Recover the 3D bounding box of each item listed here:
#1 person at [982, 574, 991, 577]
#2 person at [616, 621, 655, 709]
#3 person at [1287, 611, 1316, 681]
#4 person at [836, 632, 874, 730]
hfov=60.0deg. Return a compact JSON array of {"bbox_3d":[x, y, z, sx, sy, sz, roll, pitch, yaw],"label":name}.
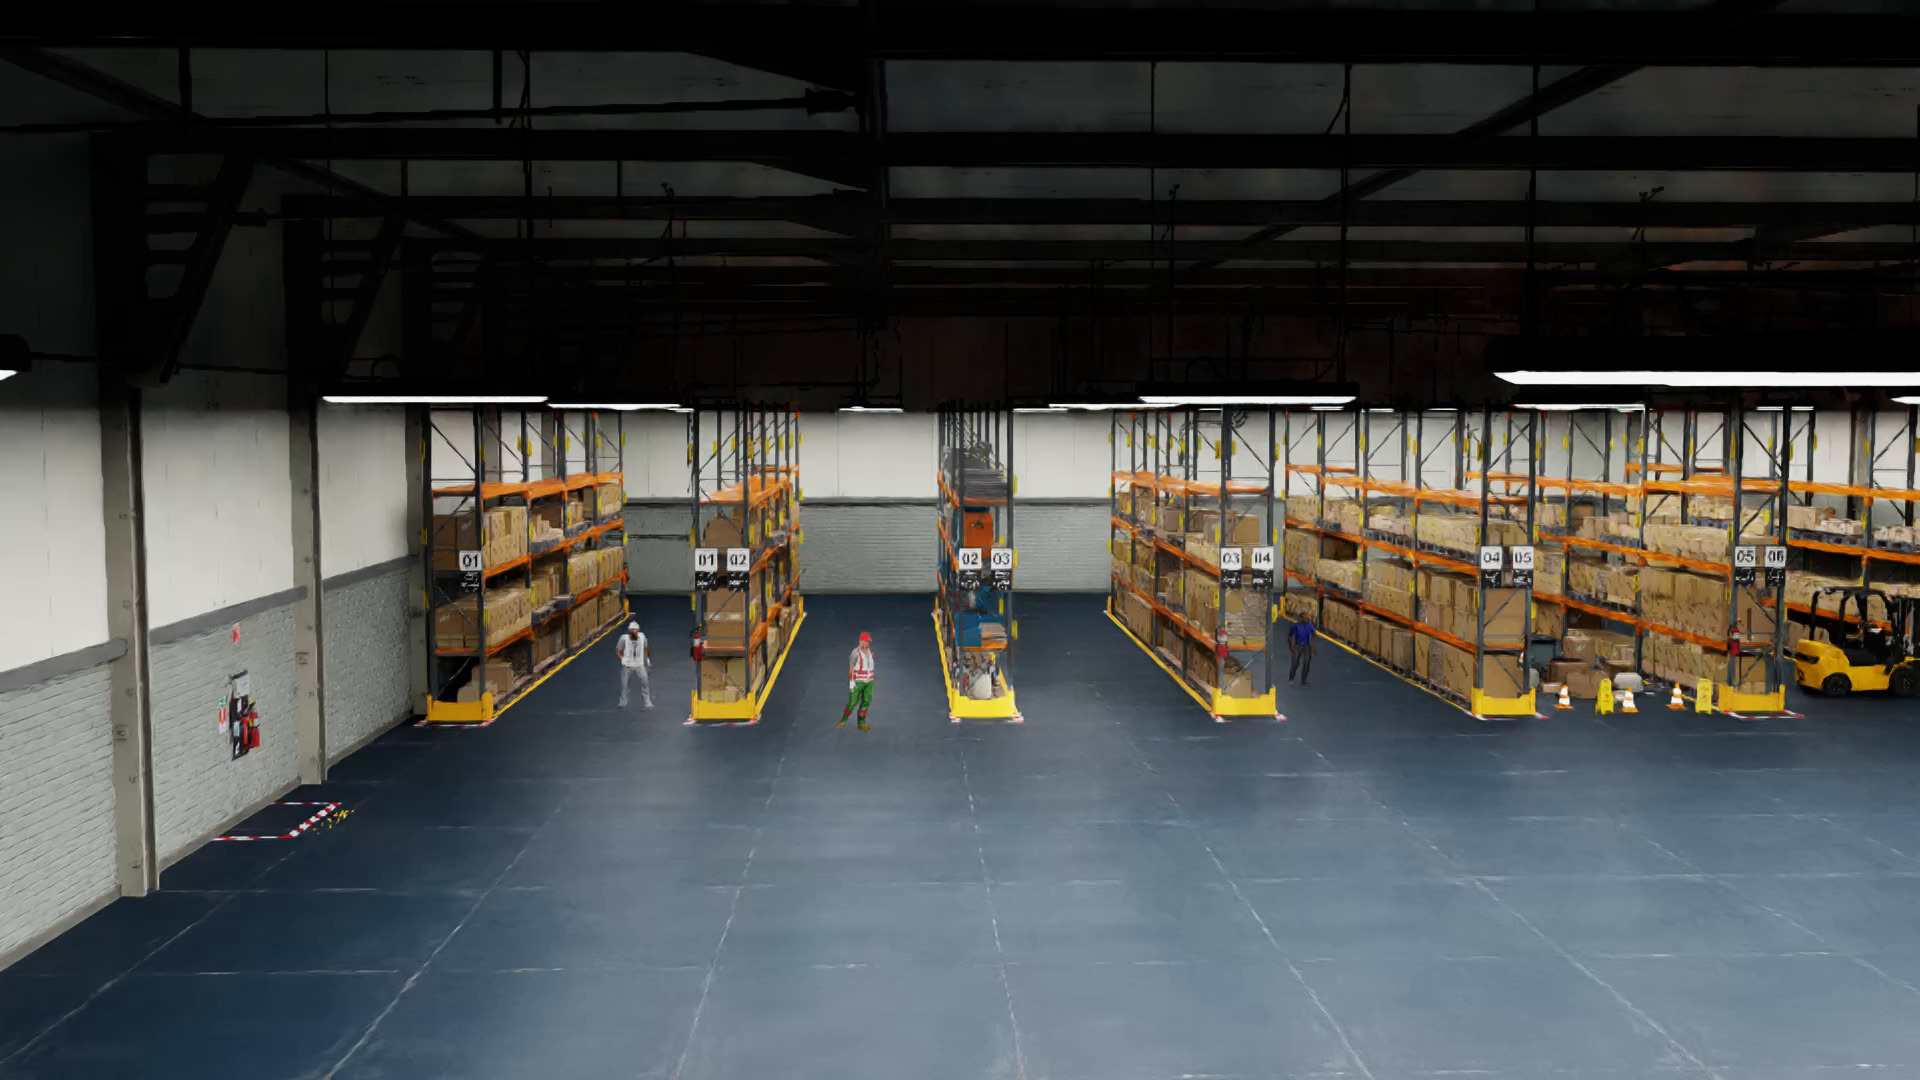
[{"bbox_3d":[0.884,1.121,49.560,0.545,1.644,1.107,0,4,-5],"label":"person"},{"bbox_3d":[-6.322,2.411,32.228,0.701,1.718,0.849,-1,5,-19],"label":"person"},{"bbox_3d":[7.190,2.246,35.015,0.592,1.524,0.513,0,4,-4],"label":"person"},{"bbox_3d":[-1.870,2.551,30.038,0.734,1.779,0.534,-4,6,-40],"label":"person"}]
